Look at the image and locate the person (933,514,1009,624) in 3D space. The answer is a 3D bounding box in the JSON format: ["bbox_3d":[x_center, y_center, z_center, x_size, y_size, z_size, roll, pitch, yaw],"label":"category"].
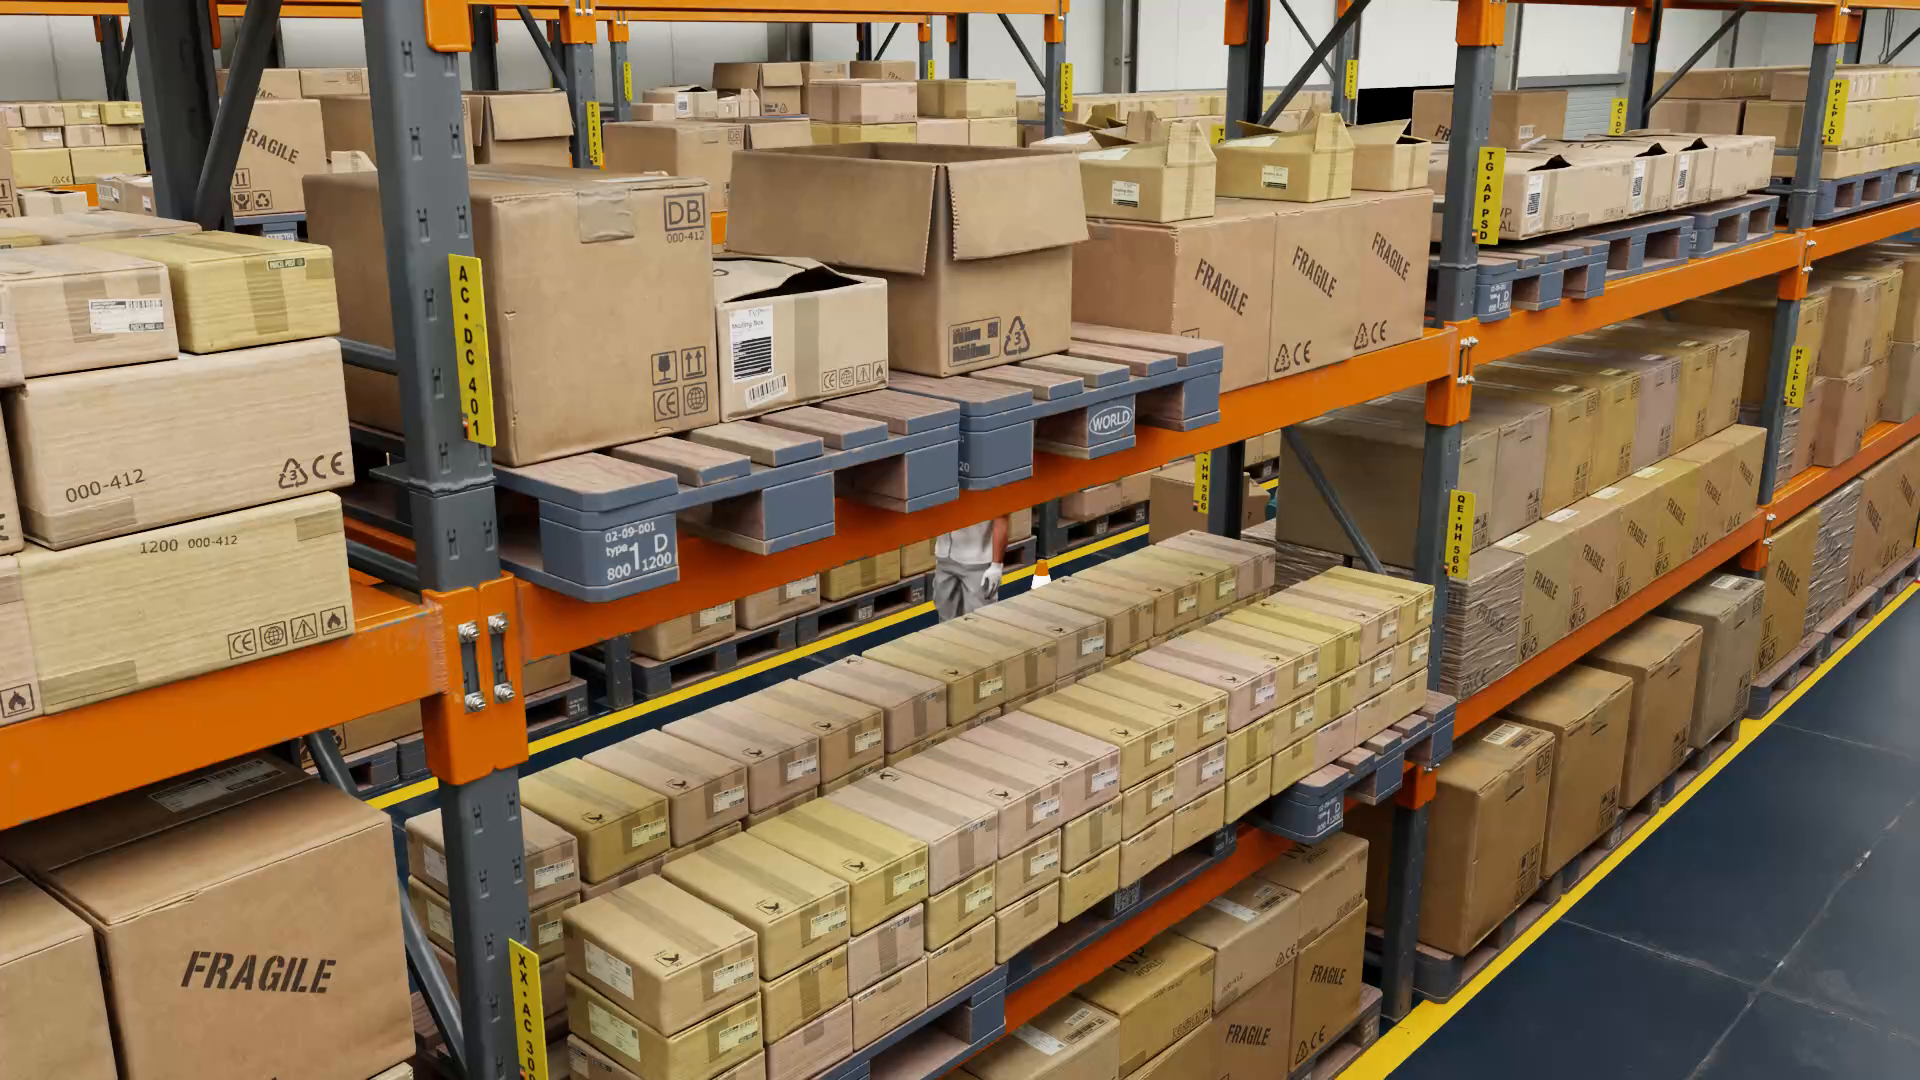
[{"bbox_3d":[0.054,0.138,9.572,0.524,1.800,0.341,15,22,41],"label":"person"}]
